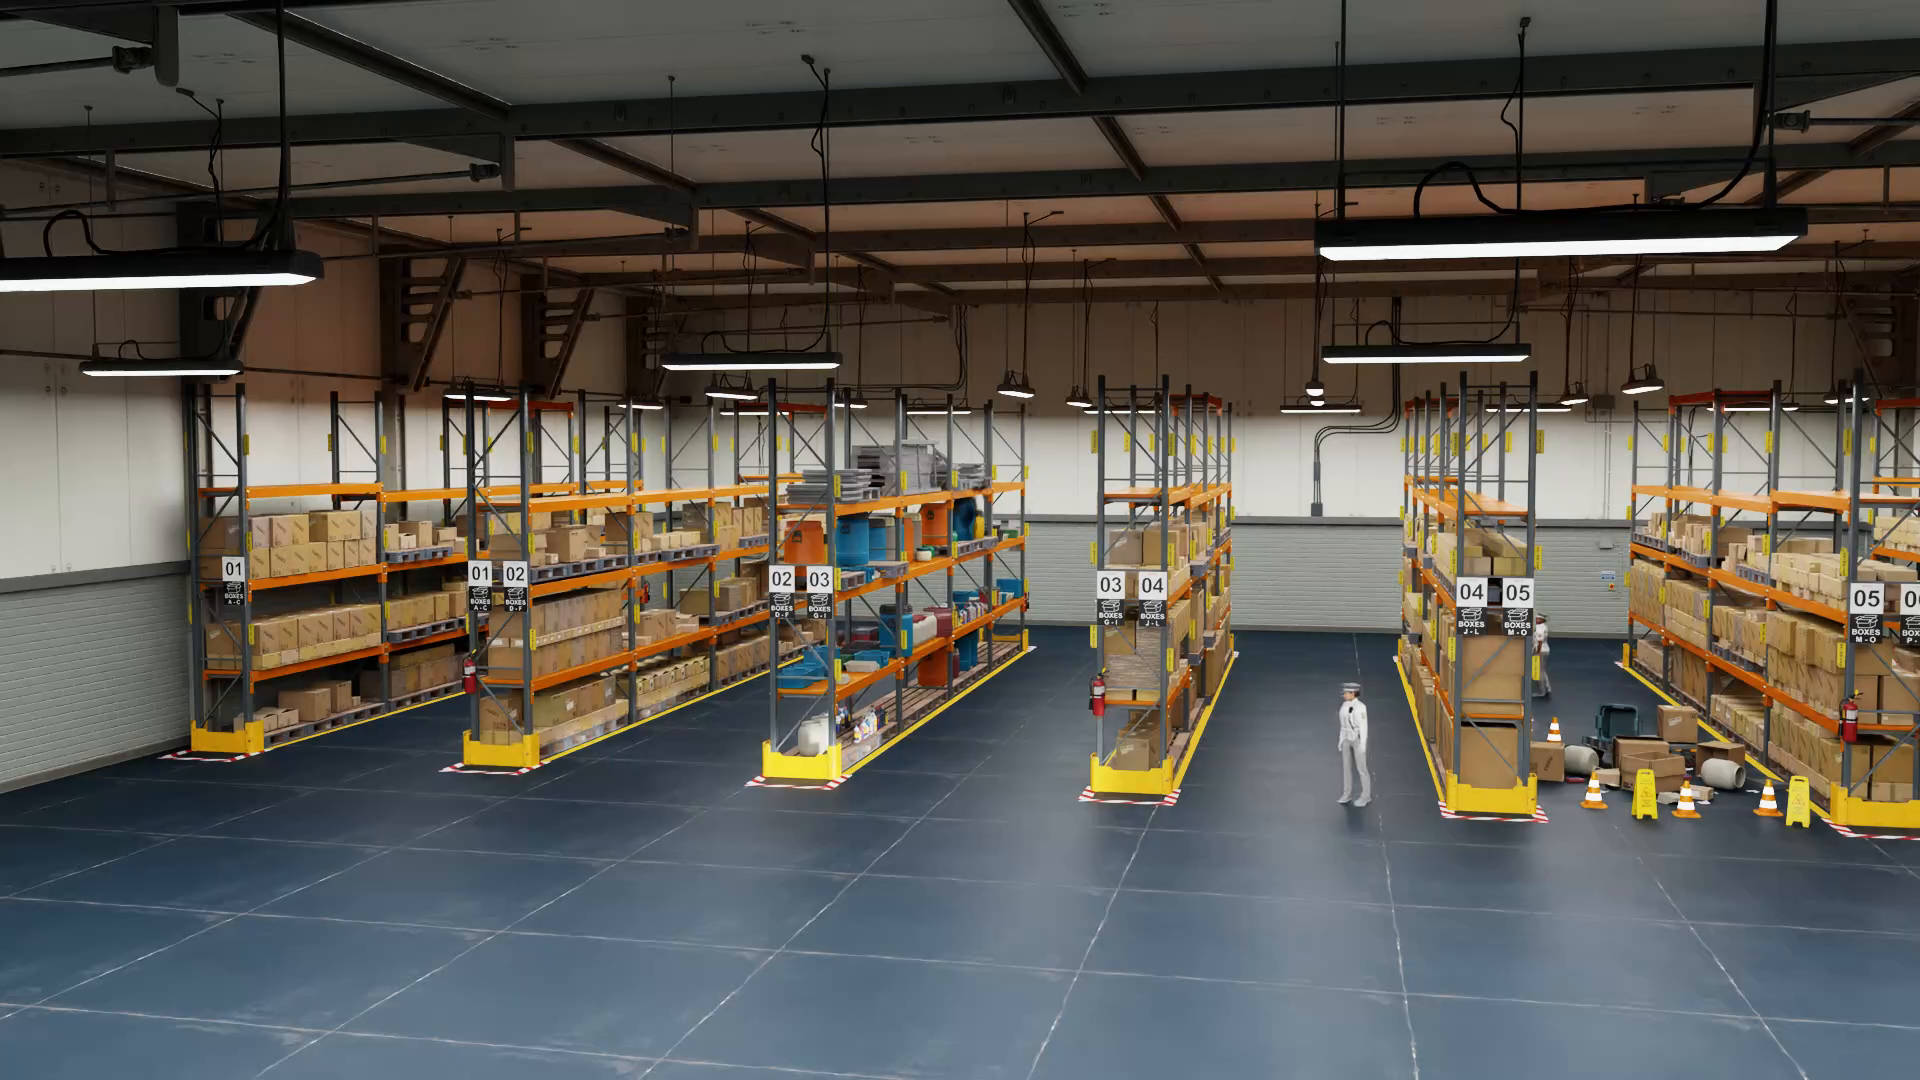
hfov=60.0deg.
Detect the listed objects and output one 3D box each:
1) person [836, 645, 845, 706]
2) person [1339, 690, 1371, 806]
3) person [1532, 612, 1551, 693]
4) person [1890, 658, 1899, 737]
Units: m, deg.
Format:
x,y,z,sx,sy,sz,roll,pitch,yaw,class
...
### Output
x,y,z,sx,sy,sz,roll,pitch,yaw,class
-2.175,2.552,30.121,0.434,1.336,0.401,-1,3,-20,person
5.480,2.843,23.243,0.401,1.681,0.513,-2,4,-28,person
11.566,2.228,33.122,0.430,1.614,0.394,-3,5,-45,person
15.008,2.535,26.971,0.503,1.777,0.490,1,3,12,person
